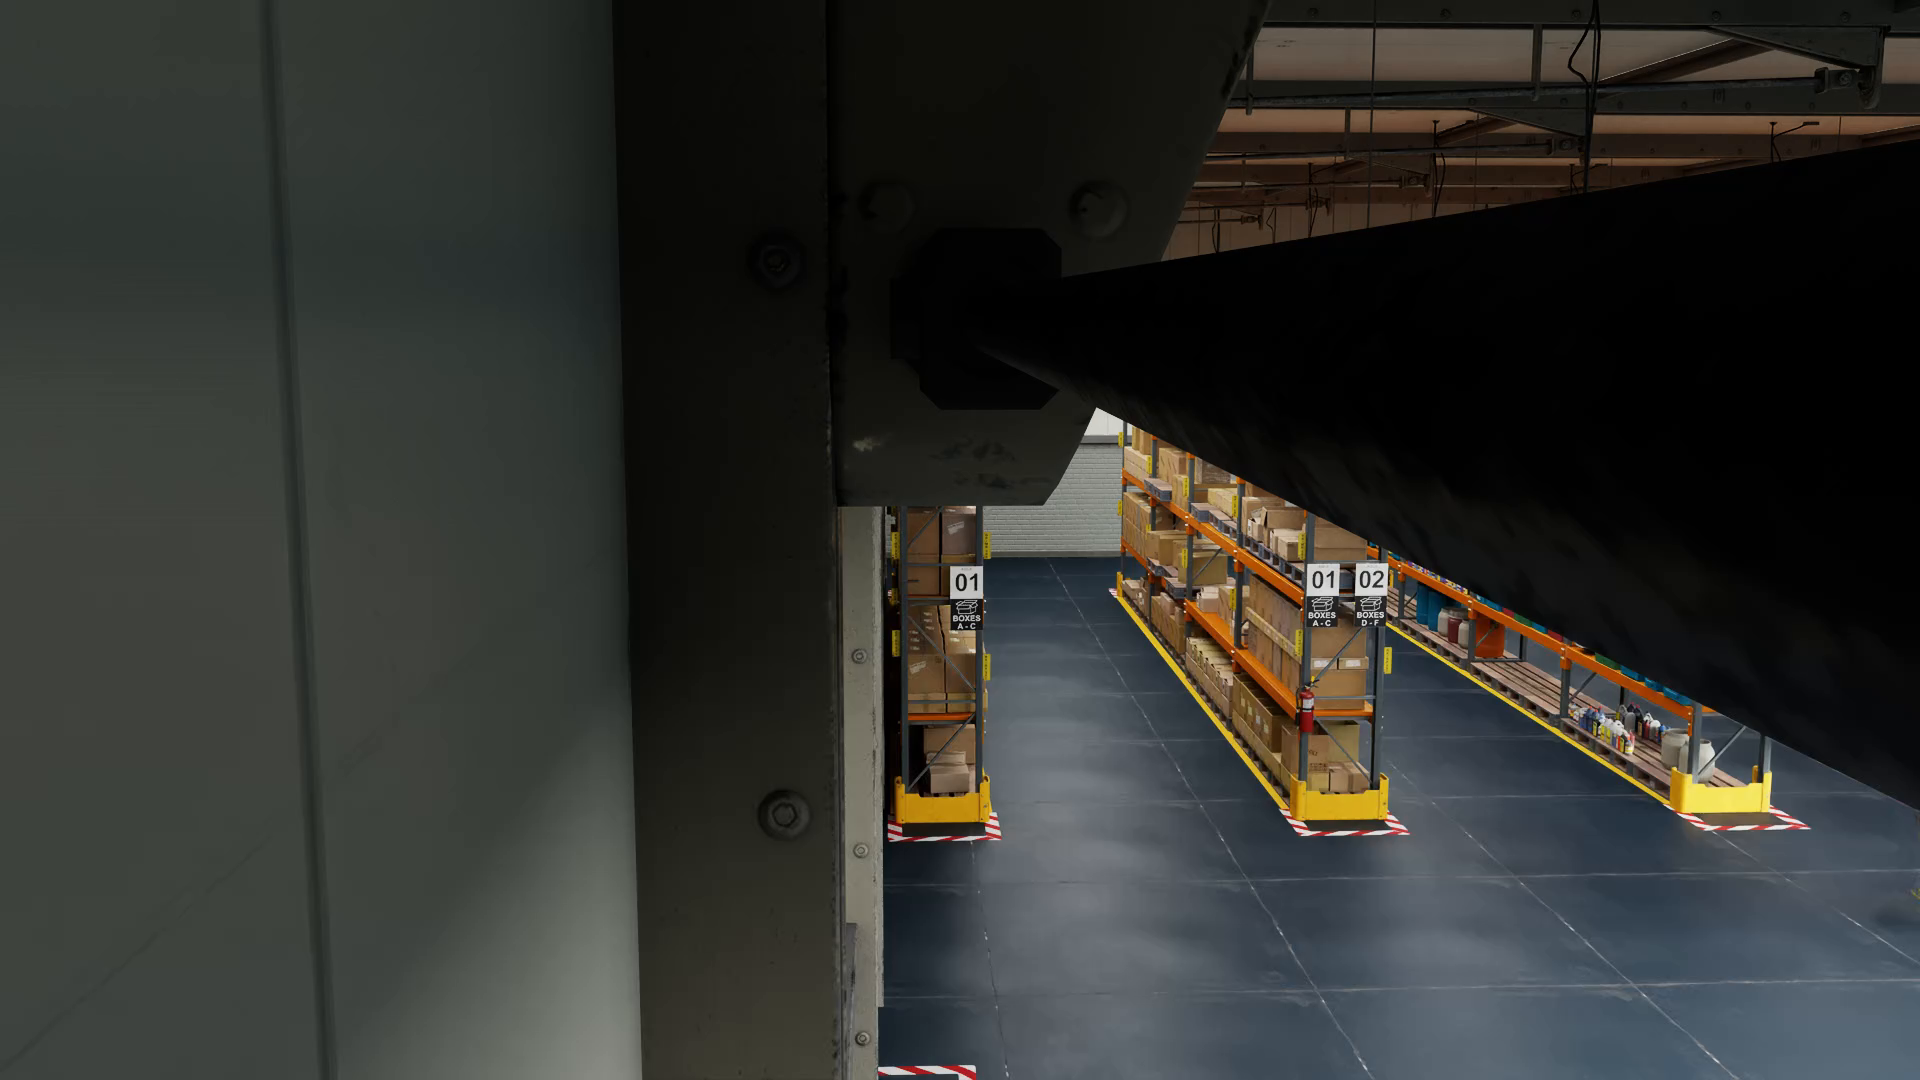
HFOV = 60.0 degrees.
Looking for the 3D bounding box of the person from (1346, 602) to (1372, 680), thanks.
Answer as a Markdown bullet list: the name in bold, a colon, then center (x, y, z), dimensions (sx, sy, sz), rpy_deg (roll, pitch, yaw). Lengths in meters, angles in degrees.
- **person**: center (6.844, 1.496, 28.488), dimensions (0.560, 1.754, 0.728), rpy_deg (-1, 8, -6)
